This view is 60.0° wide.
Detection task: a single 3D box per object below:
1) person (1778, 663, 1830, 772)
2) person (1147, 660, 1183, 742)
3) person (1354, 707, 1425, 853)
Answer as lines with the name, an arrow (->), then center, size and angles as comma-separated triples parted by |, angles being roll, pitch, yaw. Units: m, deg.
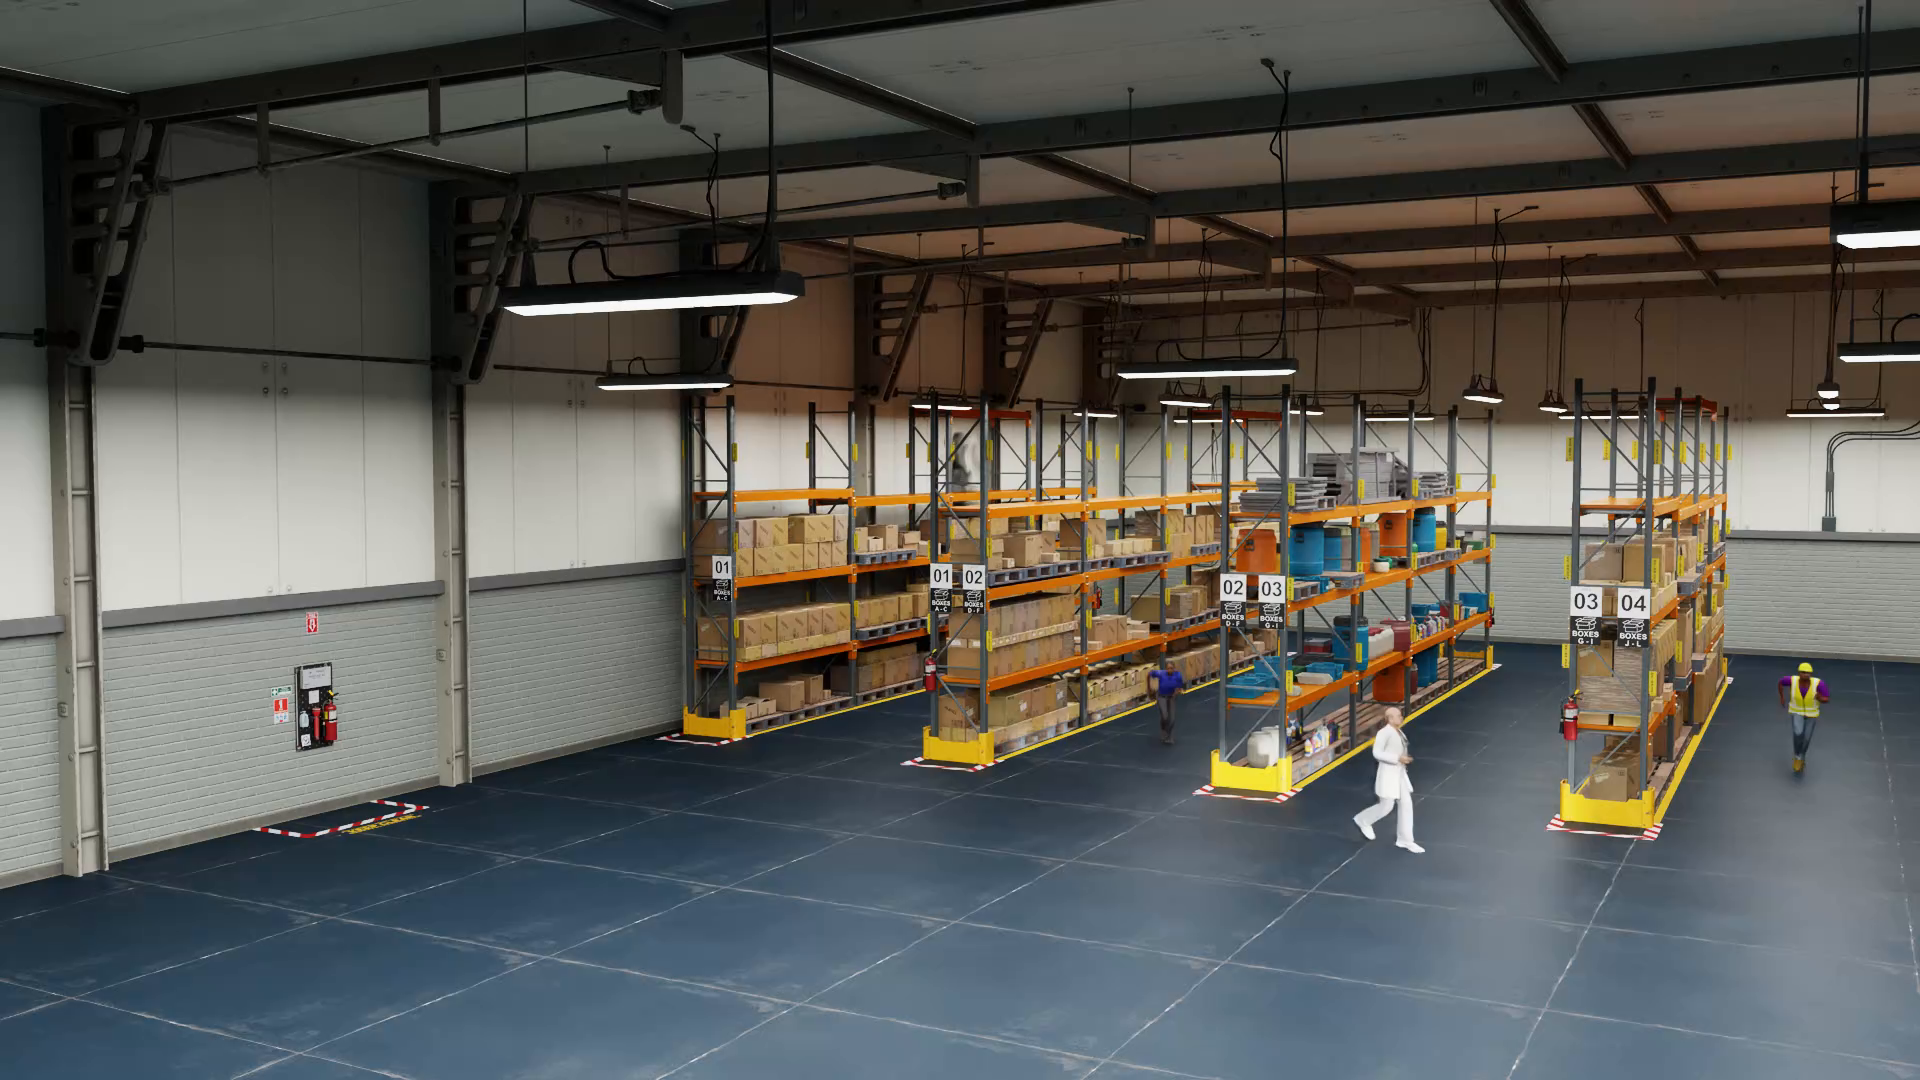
person -> 13.228, 2.765, 26.090 | 0.684, 1.723, 0.921 | 1, 3, 19
person -> 3.505, 2.770, 28.434 | 0.603, 1.472, 0.840 | 0, 3, -1
person -> 5.410, 3.009, 21.015 | 0.974, 1.791, 0.692 | 3, 4, 44
